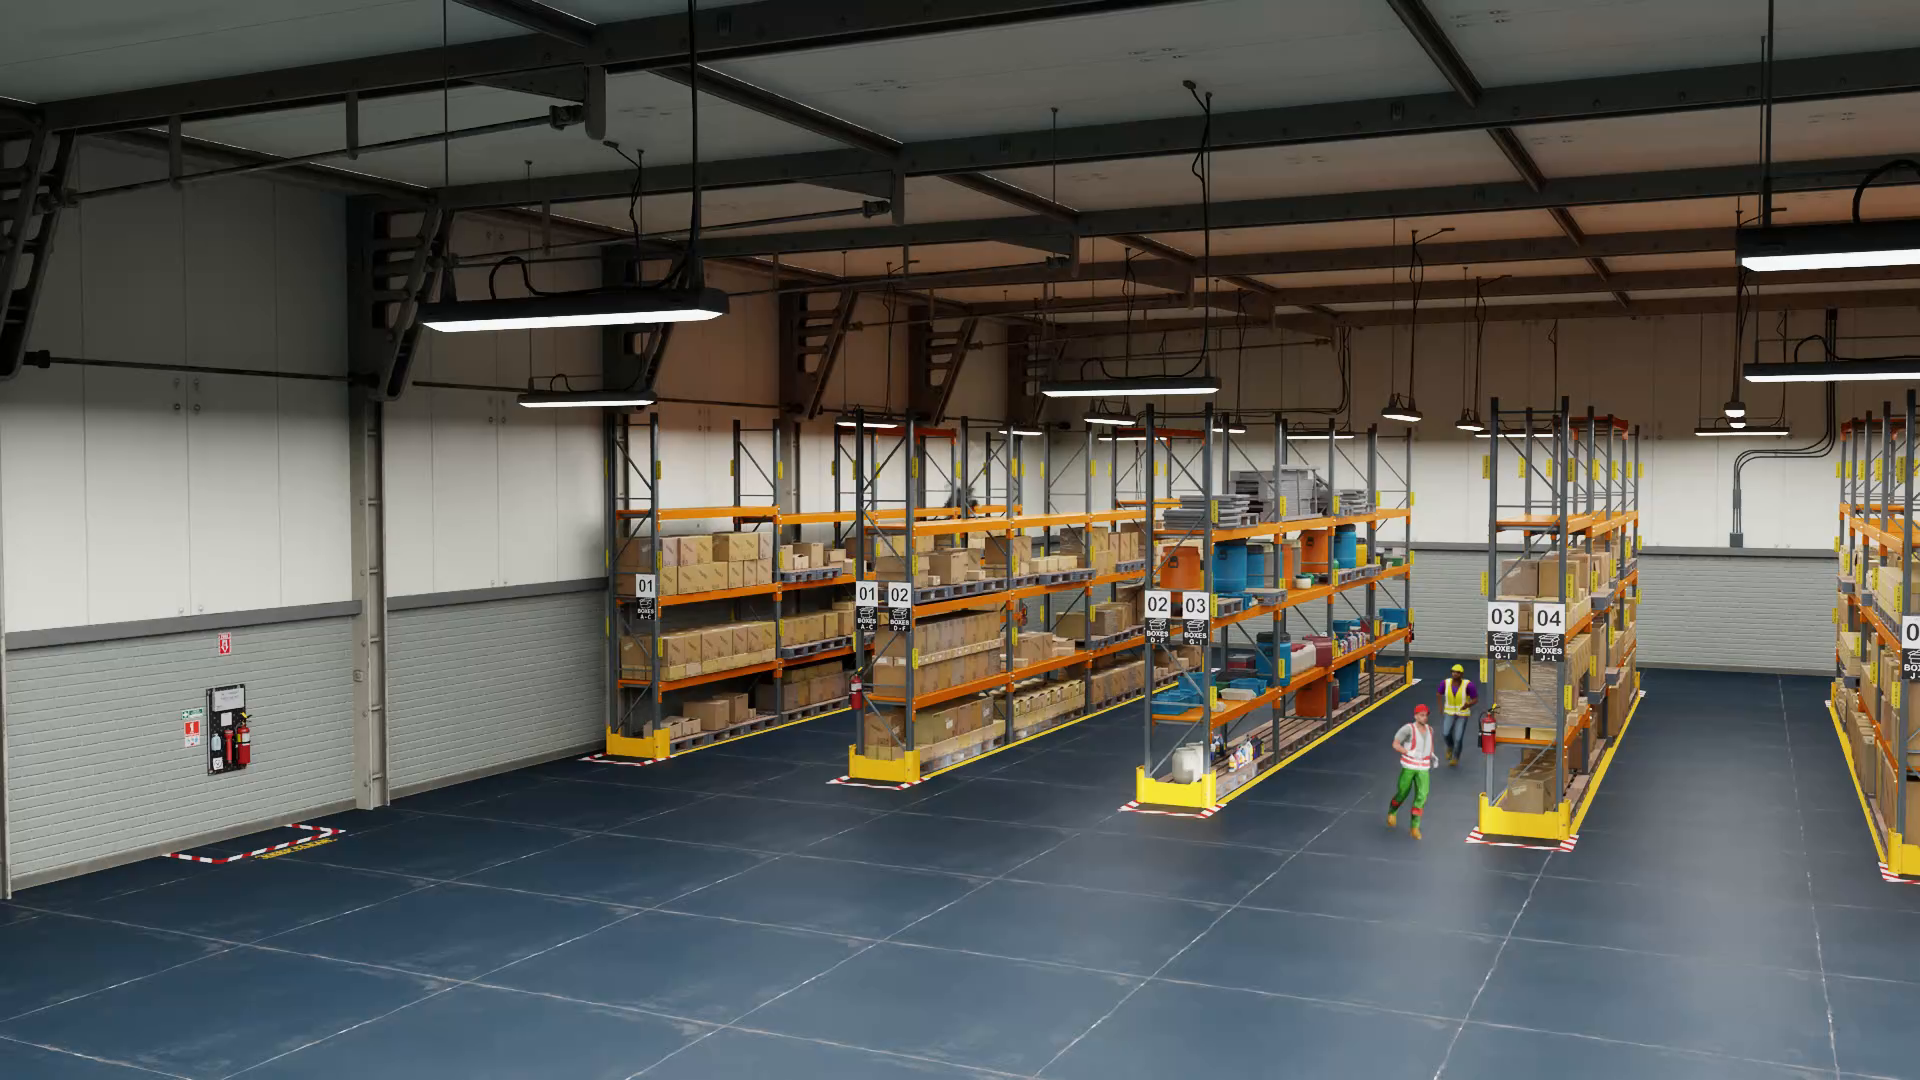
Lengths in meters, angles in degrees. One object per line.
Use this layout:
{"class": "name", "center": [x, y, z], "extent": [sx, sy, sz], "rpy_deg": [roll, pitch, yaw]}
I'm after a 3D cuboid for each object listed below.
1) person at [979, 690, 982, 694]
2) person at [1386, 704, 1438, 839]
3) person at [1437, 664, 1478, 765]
{"class": "person", "center": [0.413, 2.747, 34.635], "extent": [0.573, 1.640, 0.624], "rpy_deg": [1, 2, 16]}
{"class": "person", "center": [6.256, 3.138, 22.865], "extent": [0.690, 1.775, 0.966], "rpy_deg": [0, 2, -10]}
{"class": "person", "center": [8.377, 2.954, 28.095], "extent": [0.702, 1.718, 0.588], "rpy_deg": [1, 3, 26]}
